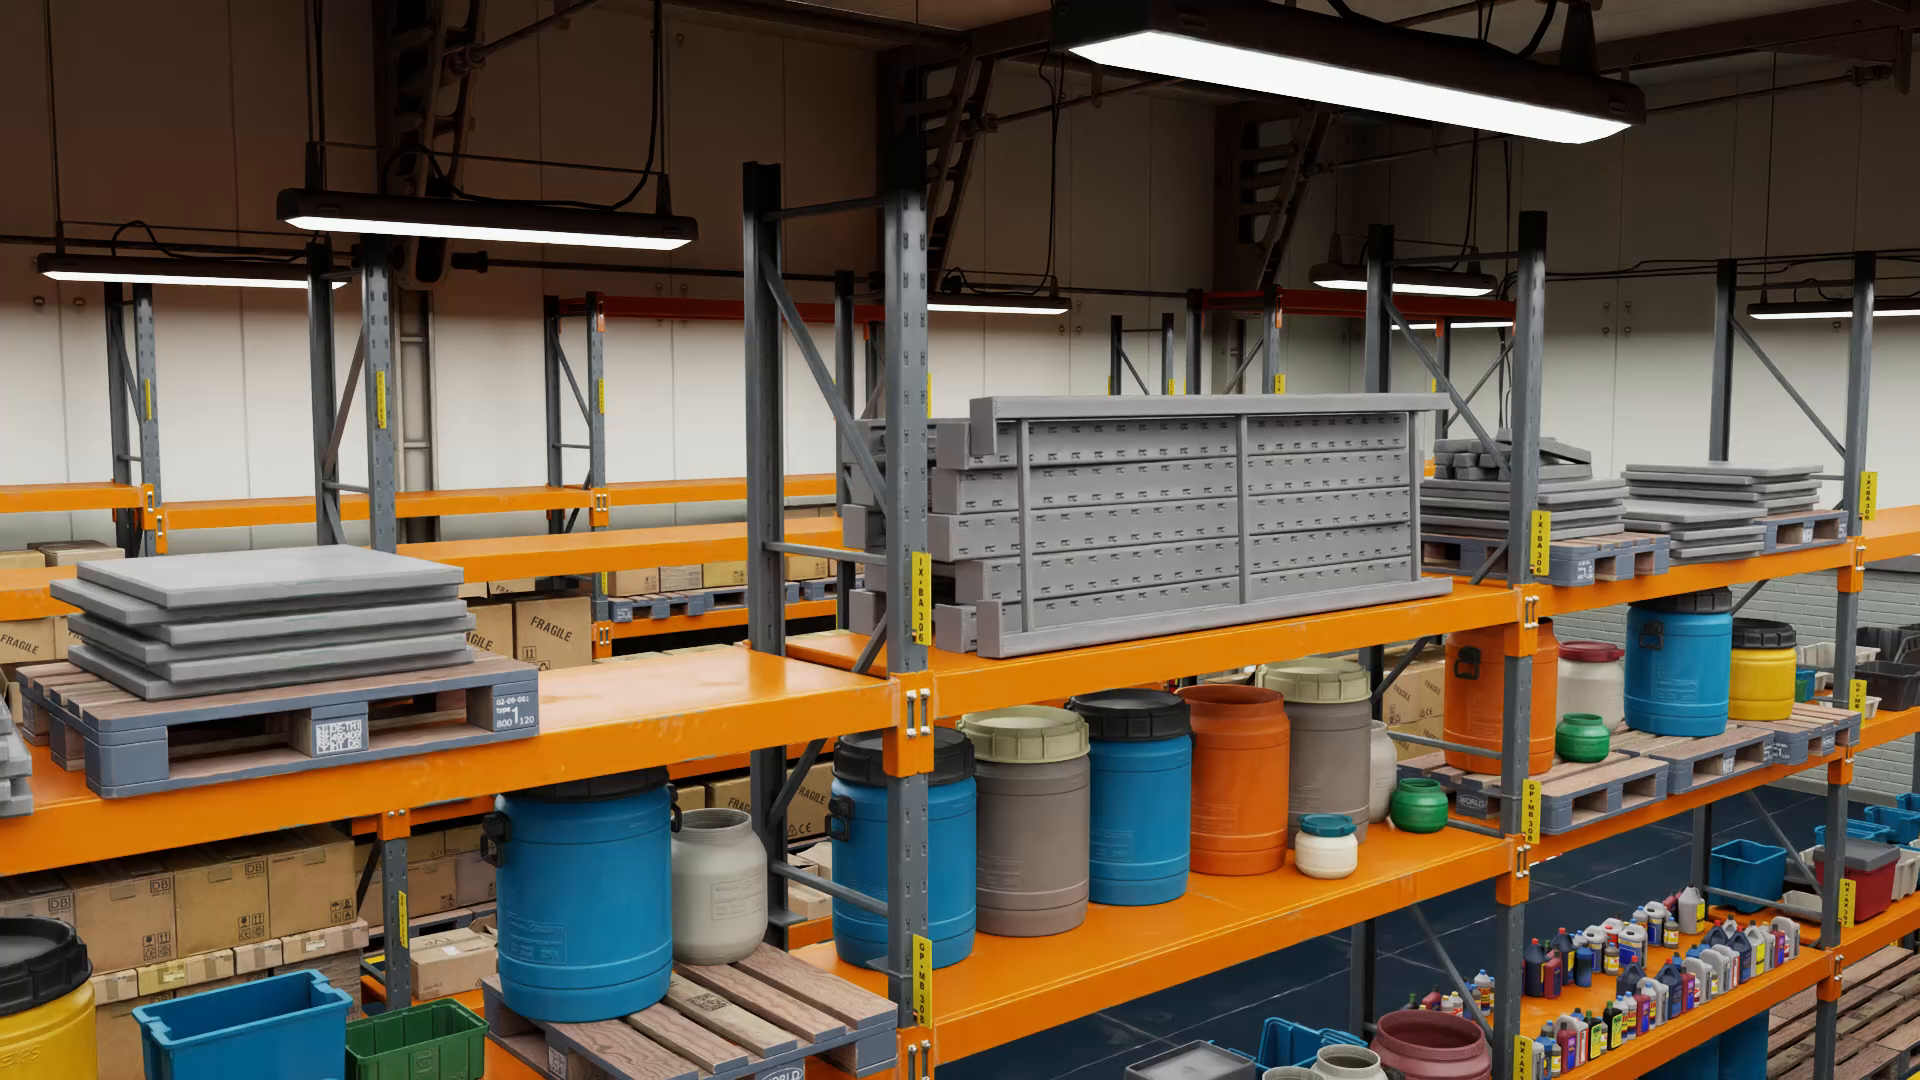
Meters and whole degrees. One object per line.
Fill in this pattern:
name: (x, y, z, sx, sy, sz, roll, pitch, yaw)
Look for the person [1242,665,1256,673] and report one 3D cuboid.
person: (3.943, 2.173, 21.946, 0.588, 1.740, 0.640, -2, 6, -22)
